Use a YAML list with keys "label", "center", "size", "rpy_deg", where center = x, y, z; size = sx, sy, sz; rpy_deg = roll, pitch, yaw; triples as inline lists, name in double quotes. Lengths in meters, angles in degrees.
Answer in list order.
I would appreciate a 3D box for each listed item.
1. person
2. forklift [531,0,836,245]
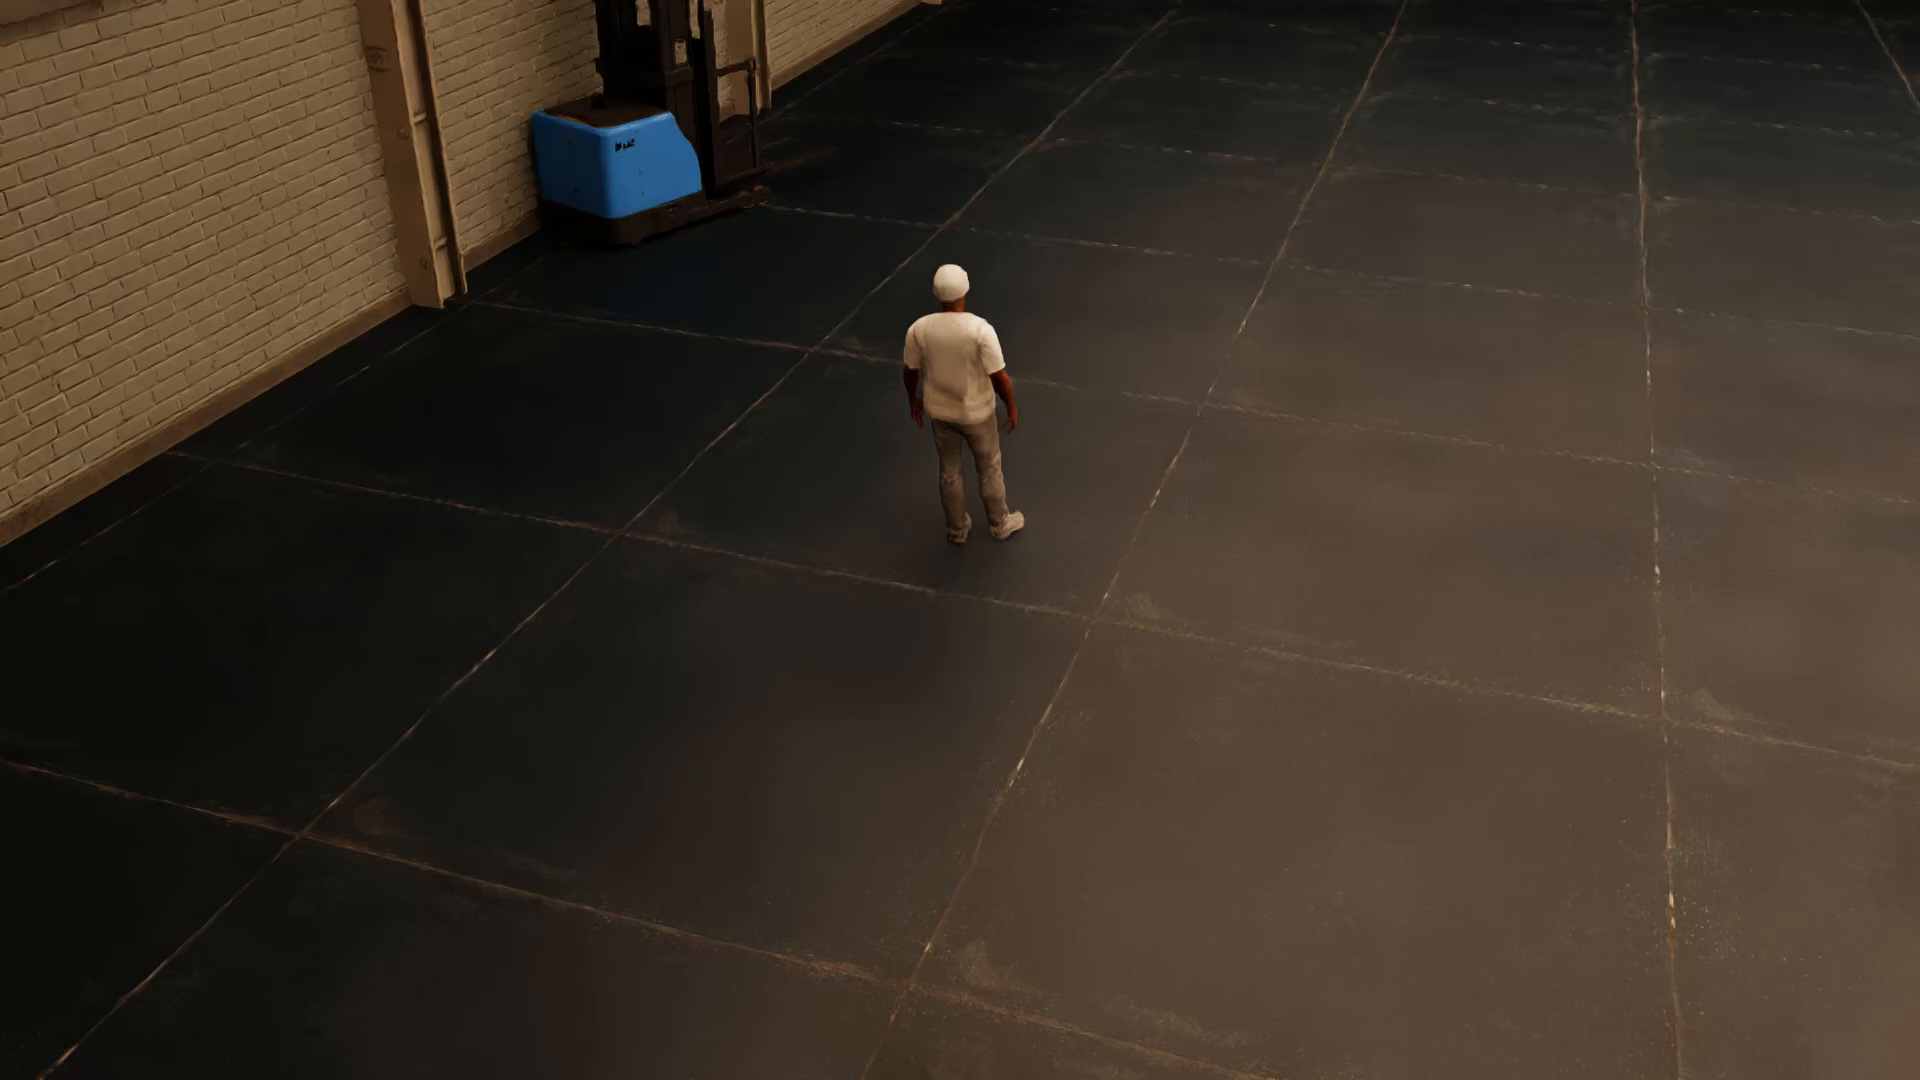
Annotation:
- label: "person"
  center: [0.028, -0.805, 9.711]
  size: [0.665, 1.766, 0.576]
  rpy_deg: [10, 31, 16]
- label: "forklift"
  center: [-2.441, -4.494, 15.020]
  size: [1.130, 2.935, 3.031]
  rpy_deg: [22, 36, 33]
